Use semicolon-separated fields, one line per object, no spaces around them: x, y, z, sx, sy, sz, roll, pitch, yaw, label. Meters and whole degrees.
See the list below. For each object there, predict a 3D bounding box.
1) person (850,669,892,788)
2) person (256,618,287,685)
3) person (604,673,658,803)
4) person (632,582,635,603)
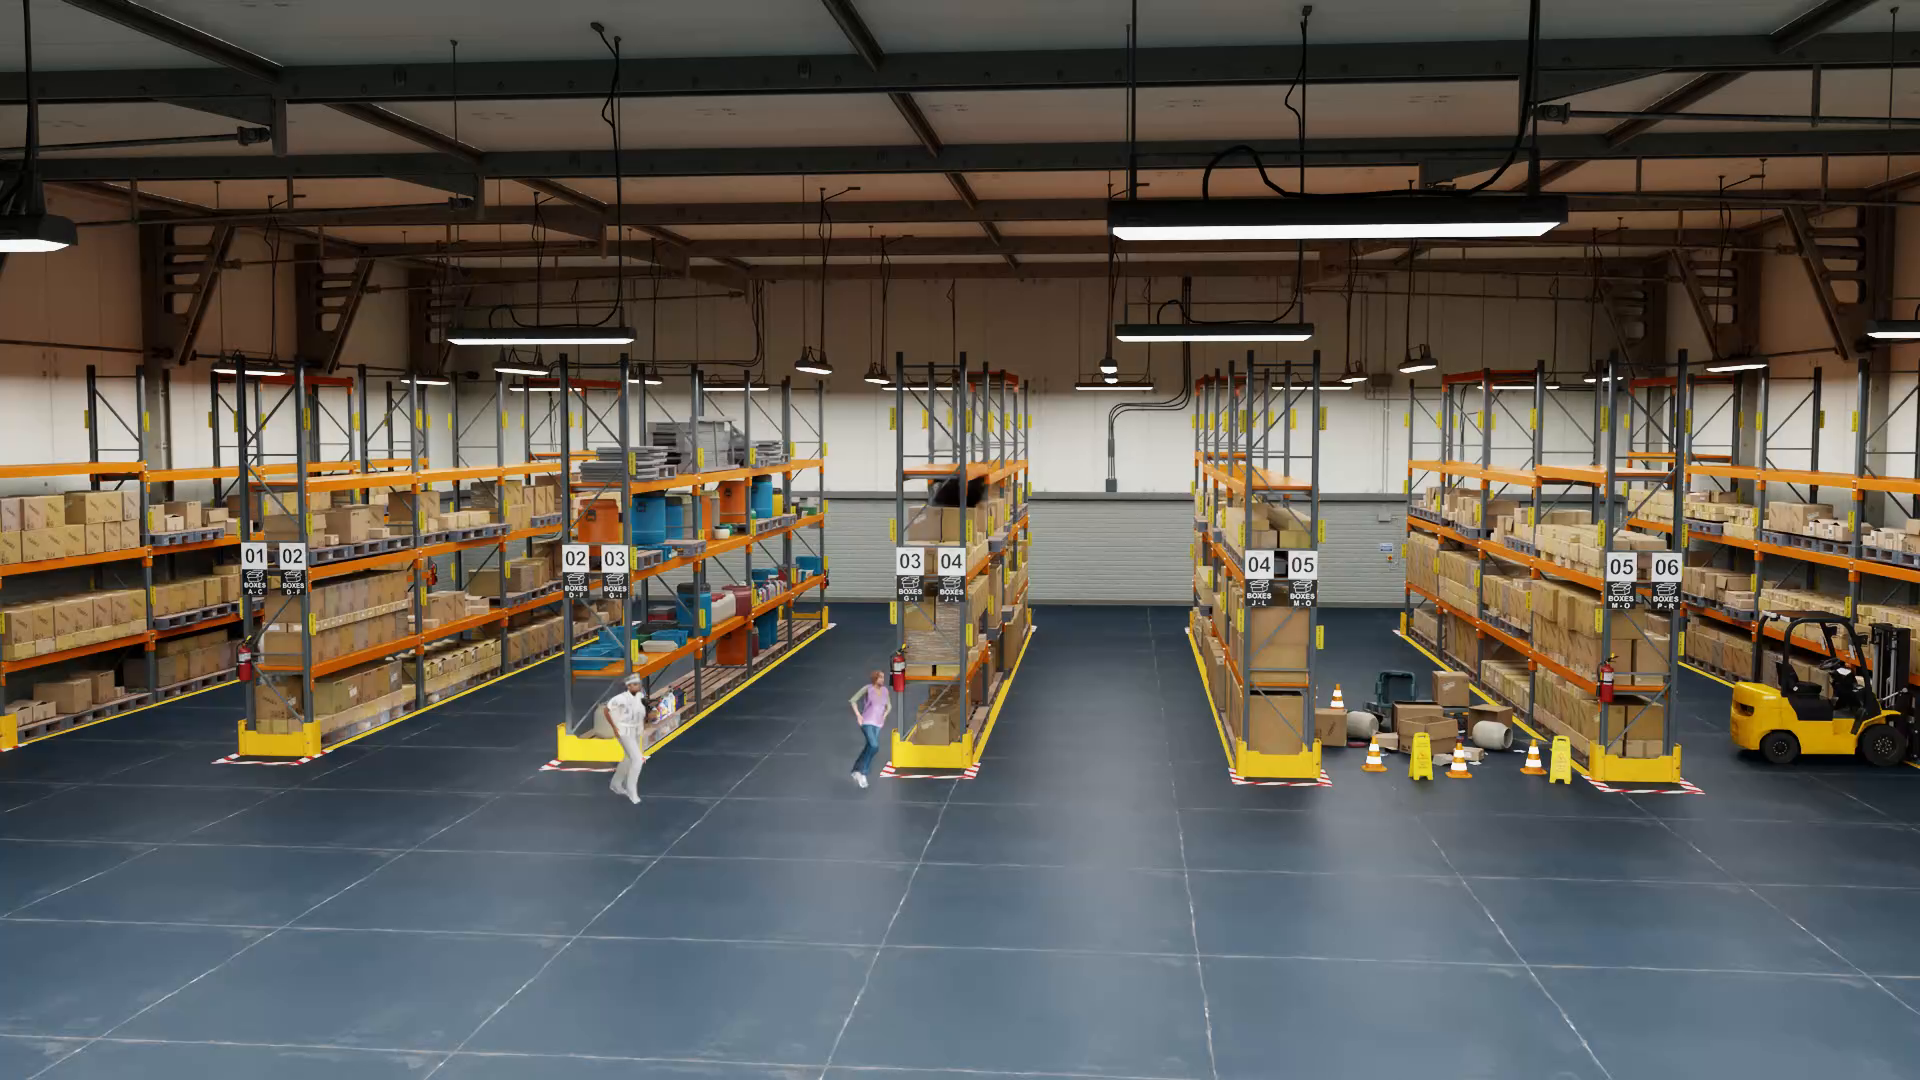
-1.216;2.593;23.015;0.554;1.595;0.627;-3;5;-39;person
-11.492;2.105;27.884;0.697;1.726;1.136;0;4;3;person
-4.356;2.616;21.994;0.769;1.742;0.575;2;5;31;person
-8.492;1.162;41.901;0.559;1.749;0.691;1;4;16;person
